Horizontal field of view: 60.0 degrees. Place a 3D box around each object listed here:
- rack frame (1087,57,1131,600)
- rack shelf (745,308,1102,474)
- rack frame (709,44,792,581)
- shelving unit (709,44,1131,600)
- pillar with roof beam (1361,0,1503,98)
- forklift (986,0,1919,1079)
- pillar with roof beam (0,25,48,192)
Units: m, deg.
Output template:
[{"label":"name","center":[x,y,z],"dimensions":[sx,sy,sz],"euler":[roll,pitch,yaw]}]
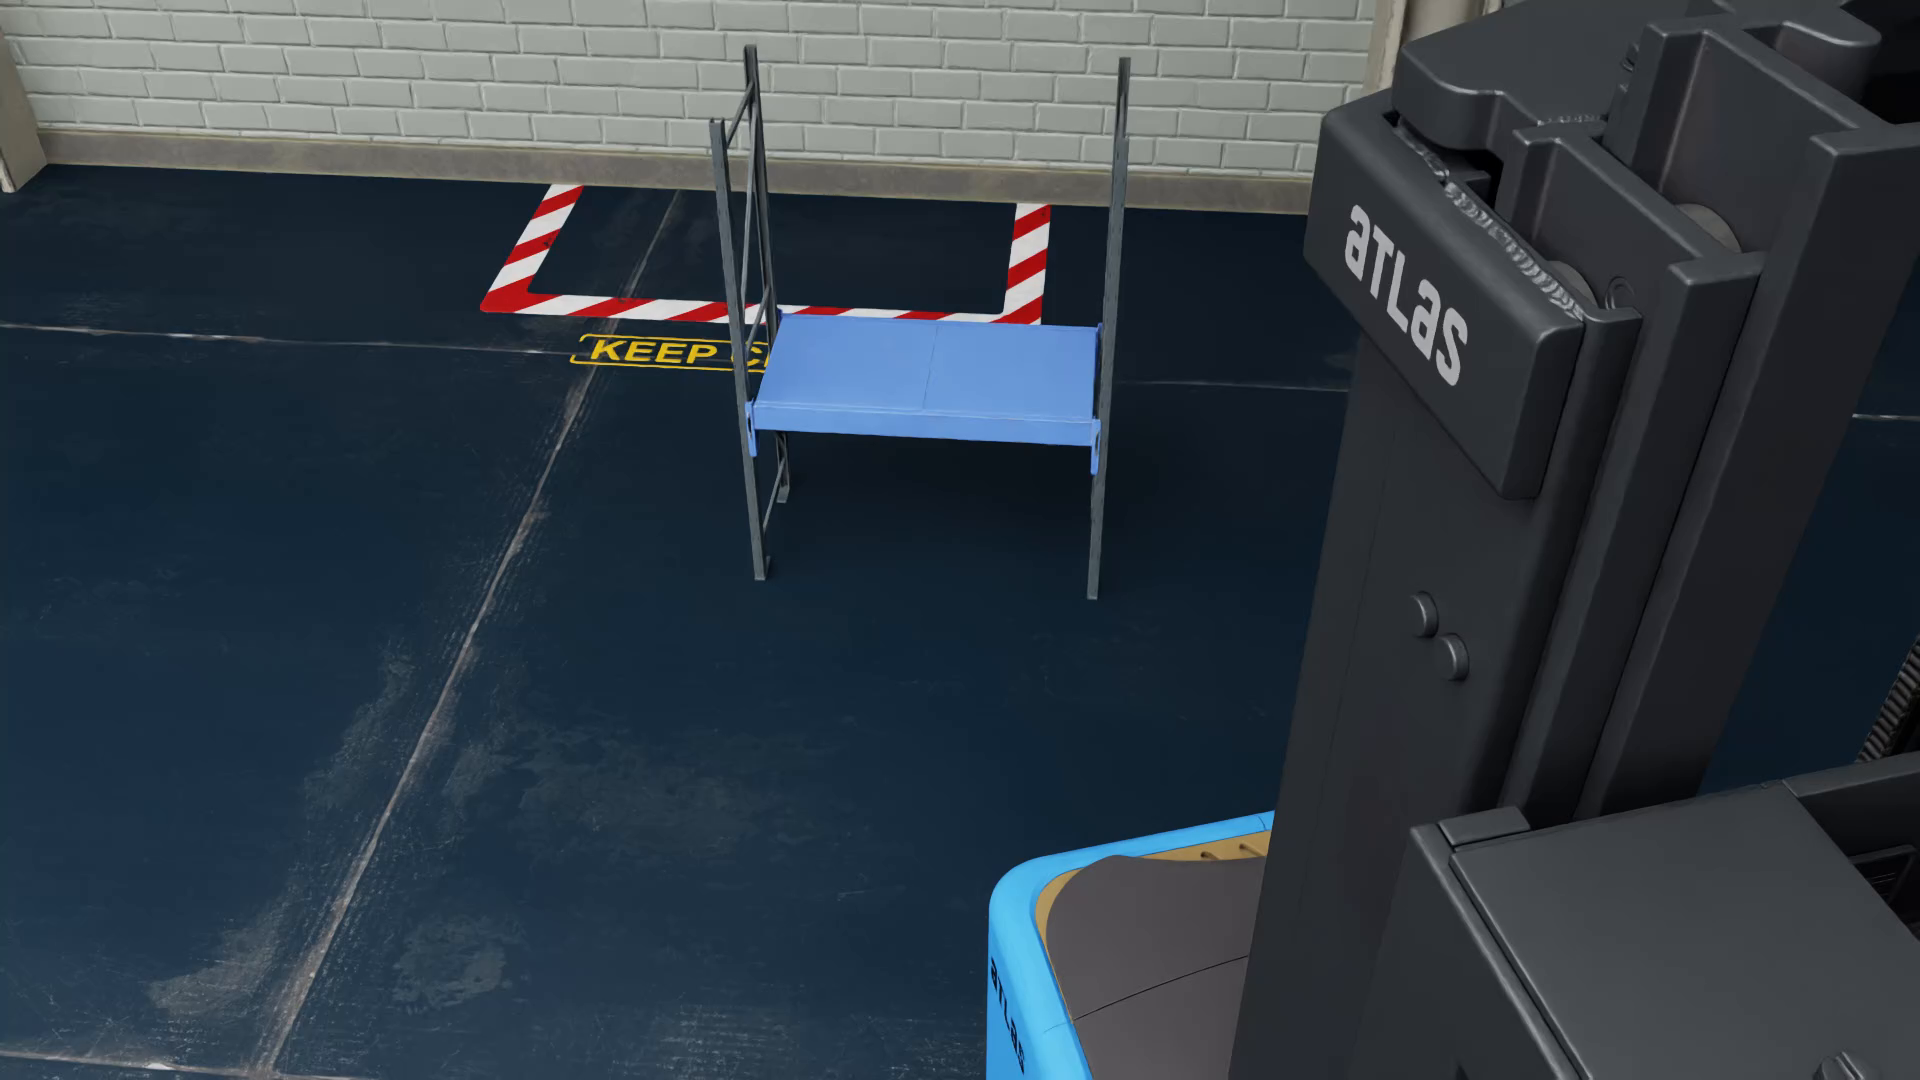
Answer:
[{"label":"rack frame","center":[0.421,-0.559,4.748],"dimensions":[0.032,1.500,0.500],"euler":[3,39,4]},{"label":"rack shelf","center":[-0.085,-0.447,4.896],"dimensions":[1.000,0.185,0.538],"euler":[3,39,4]},{"label":"rack frame","center":[-0.591,-0.614,4.816],"dimensions":[0.032,1.500,0.500],"euler":[3,39,4]},{"label":"shelving unit","center":[-0.085,-0.586,4.782],"dimensions":[1.048,1.500,0.538],"euler":[3,39,4]},{"label":"pillar with roof beam","center":[1.408,-2.040,0.628],"dimensions":[0.400,9.000,9.100],"euler":[3,39,4]},{"label":"forklift","center":[0.891,1.085,1.595],"dimensions":[1.130,2.935,3.031],"euler":[-9,40,-11]},{"label":"pillar with roof beam","center":[-4.570,-2.367,1.030],"dimensions":[0.400,9.000,9.100],"euler":[3,39,4]}]
